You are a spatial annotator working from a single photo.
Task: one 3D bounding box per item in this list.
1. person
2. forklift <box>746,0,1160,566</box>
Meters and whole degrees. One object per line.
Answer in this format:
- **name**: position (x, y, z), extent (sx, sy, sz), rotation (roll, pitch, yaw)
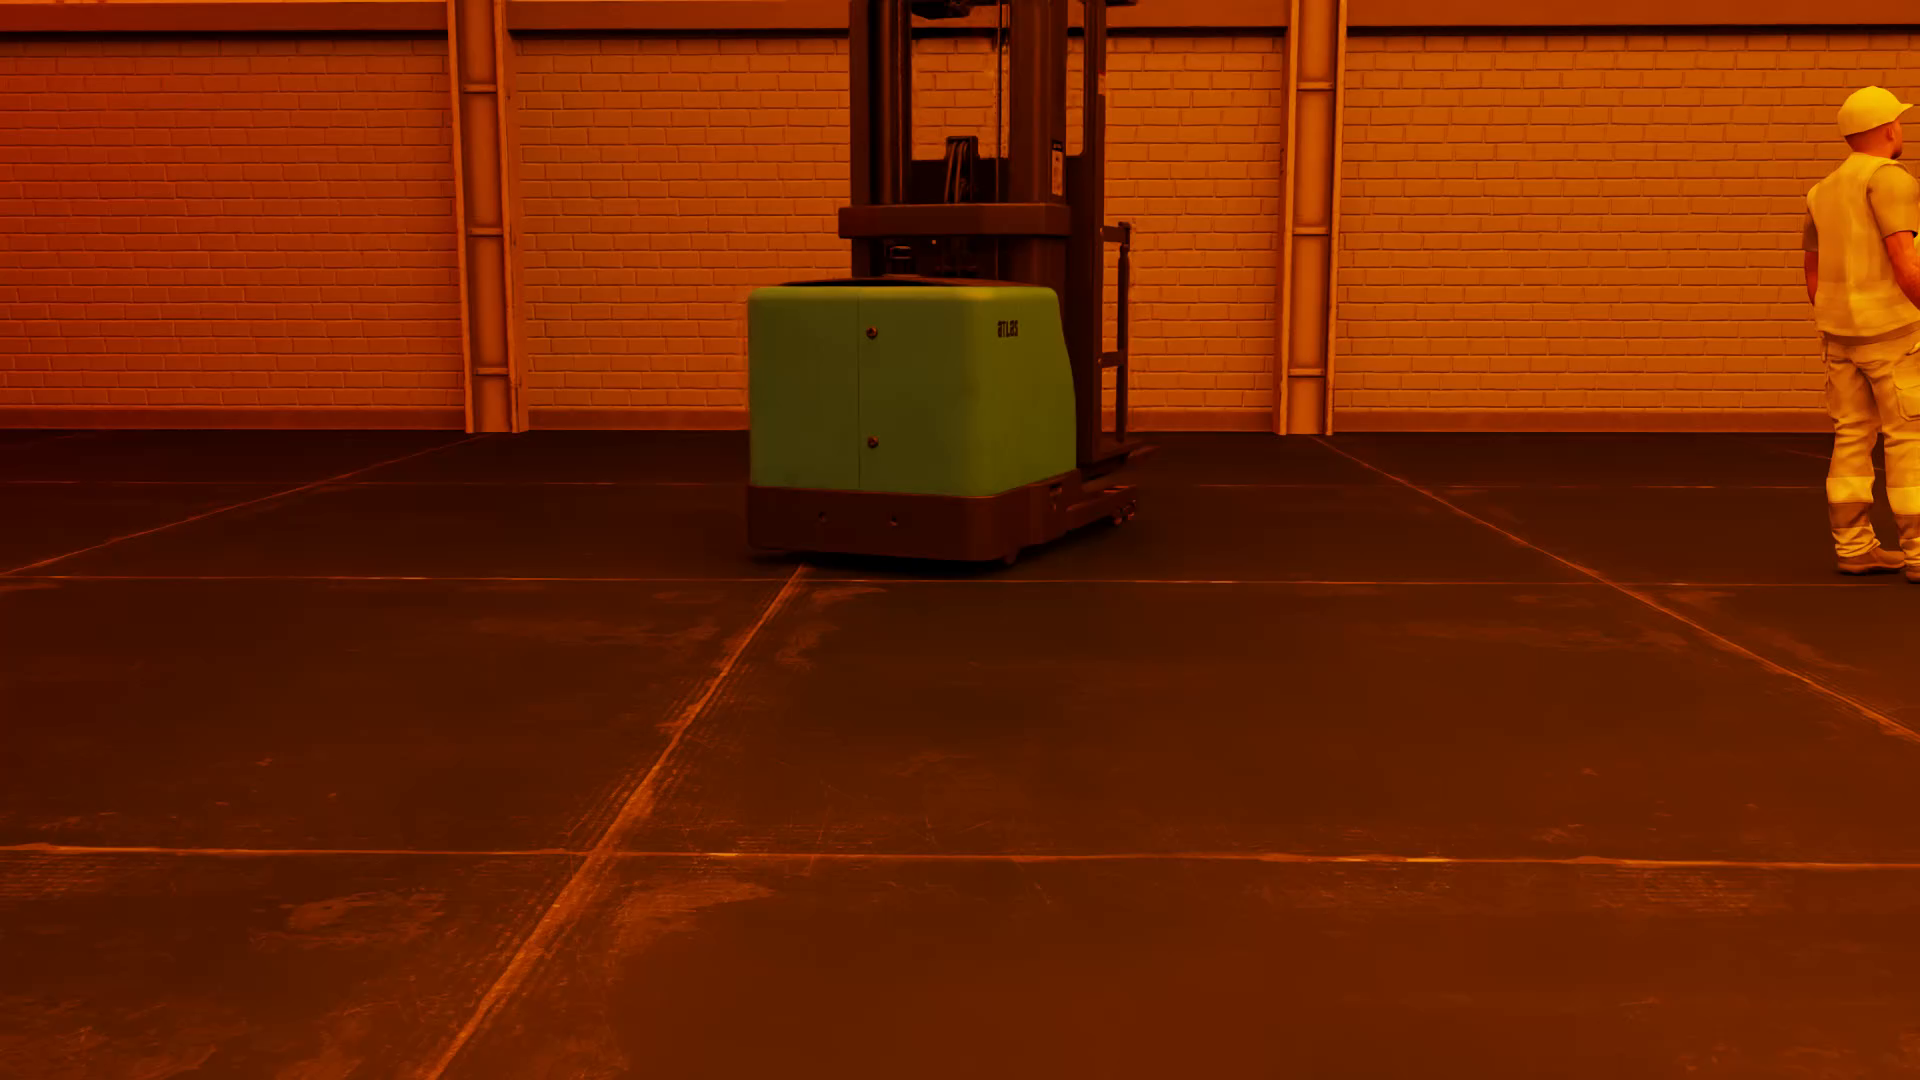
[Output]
- **person**: position (3.456, -0.764, 6.153), extent (0.565, 1.787, 0.637), rotation (-1, 9, -7)
- **forklift**: position (0.188, -1.534, 7.465), extent (1.130, 2.935, 3.031), rotation (4, 9, 22)
